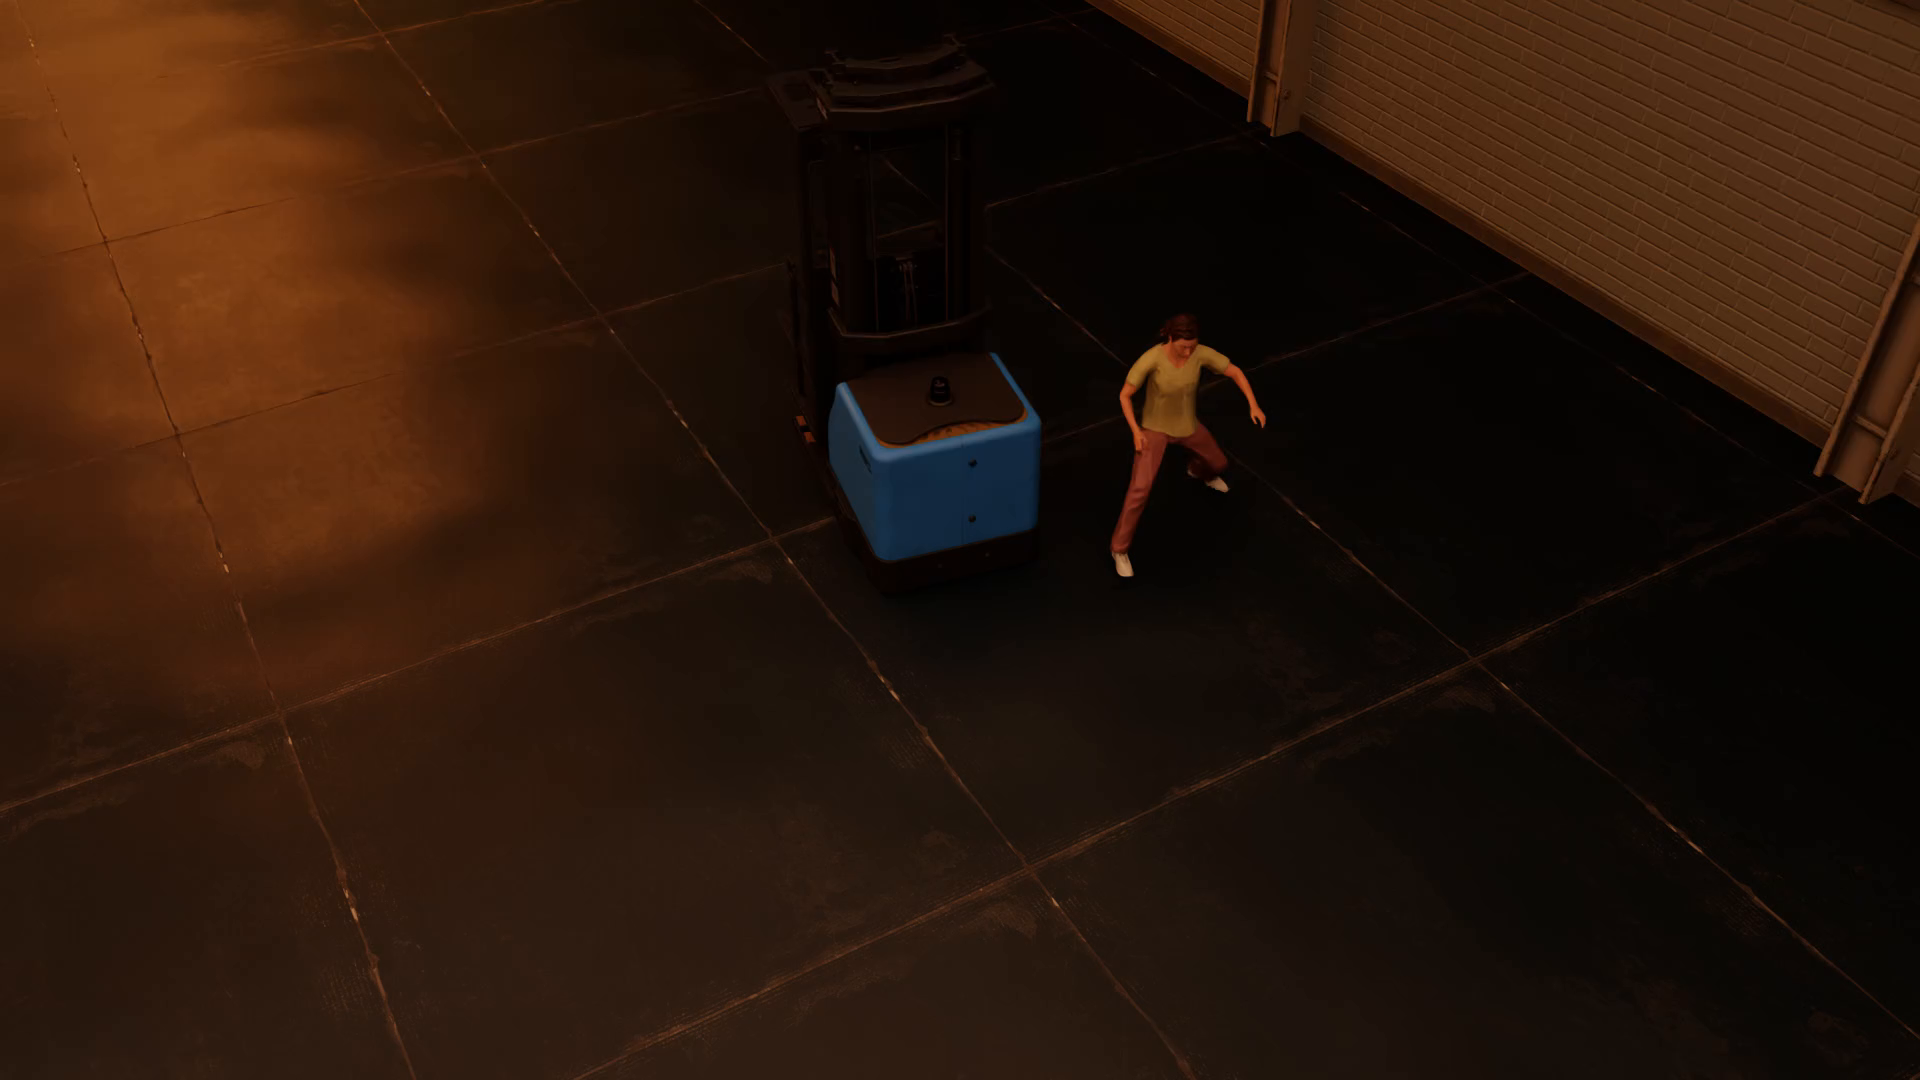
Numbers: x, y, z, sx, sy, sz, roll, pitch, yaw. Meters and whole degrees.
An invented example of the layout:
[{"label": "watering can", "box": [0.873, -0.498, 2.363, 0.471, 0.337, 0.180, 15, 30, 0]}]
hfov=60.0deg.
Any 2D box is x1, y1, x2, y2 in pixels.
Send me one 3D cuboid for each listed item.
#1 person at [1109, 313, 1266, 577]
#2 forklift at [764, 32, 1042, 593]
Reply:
[{"label": "person", "box": [1.322, -0.661, 9.982, 0.982, 1.516, 0.961, -9, 41, -11]}, {"label": "forklift", "box": [-0.489, -1.761, 10.160, 1.130, 2.935, 3.031, -13, 41, -15]}]
